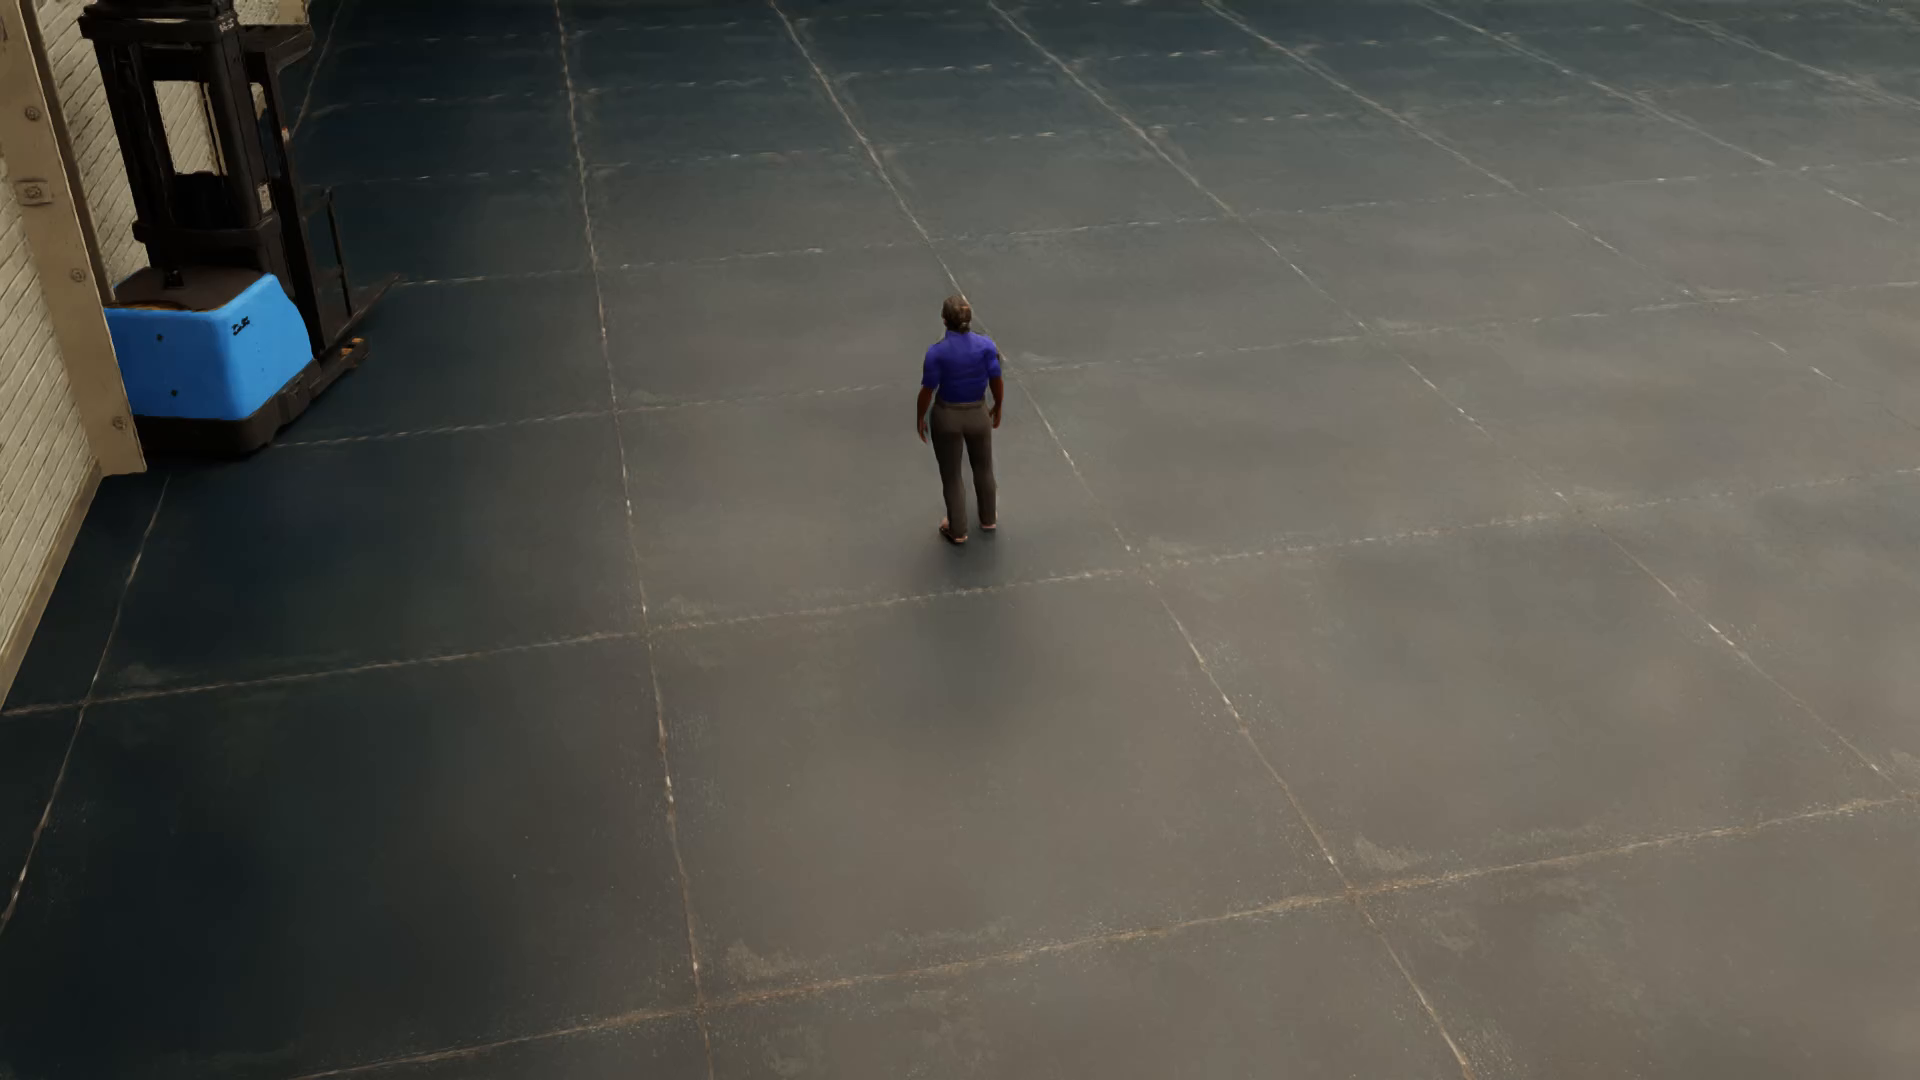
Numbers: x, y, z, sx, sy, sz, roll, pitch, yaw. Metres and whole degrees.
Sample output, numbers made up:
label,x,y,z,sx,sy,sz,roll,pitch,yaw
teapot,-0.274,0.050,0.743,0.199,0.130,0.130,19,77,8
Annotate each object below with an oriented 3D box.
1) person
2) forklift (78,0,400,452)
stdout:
label,x,y,z,sx,sy,sz,roll,pitch,yaw
person,-0.002,-0.767,10.160,0.570,1.654,0.503,-7,31,-12
forklift,-5.191,-2.584,12.037,1.130,2.935,3.031,3,30,6
